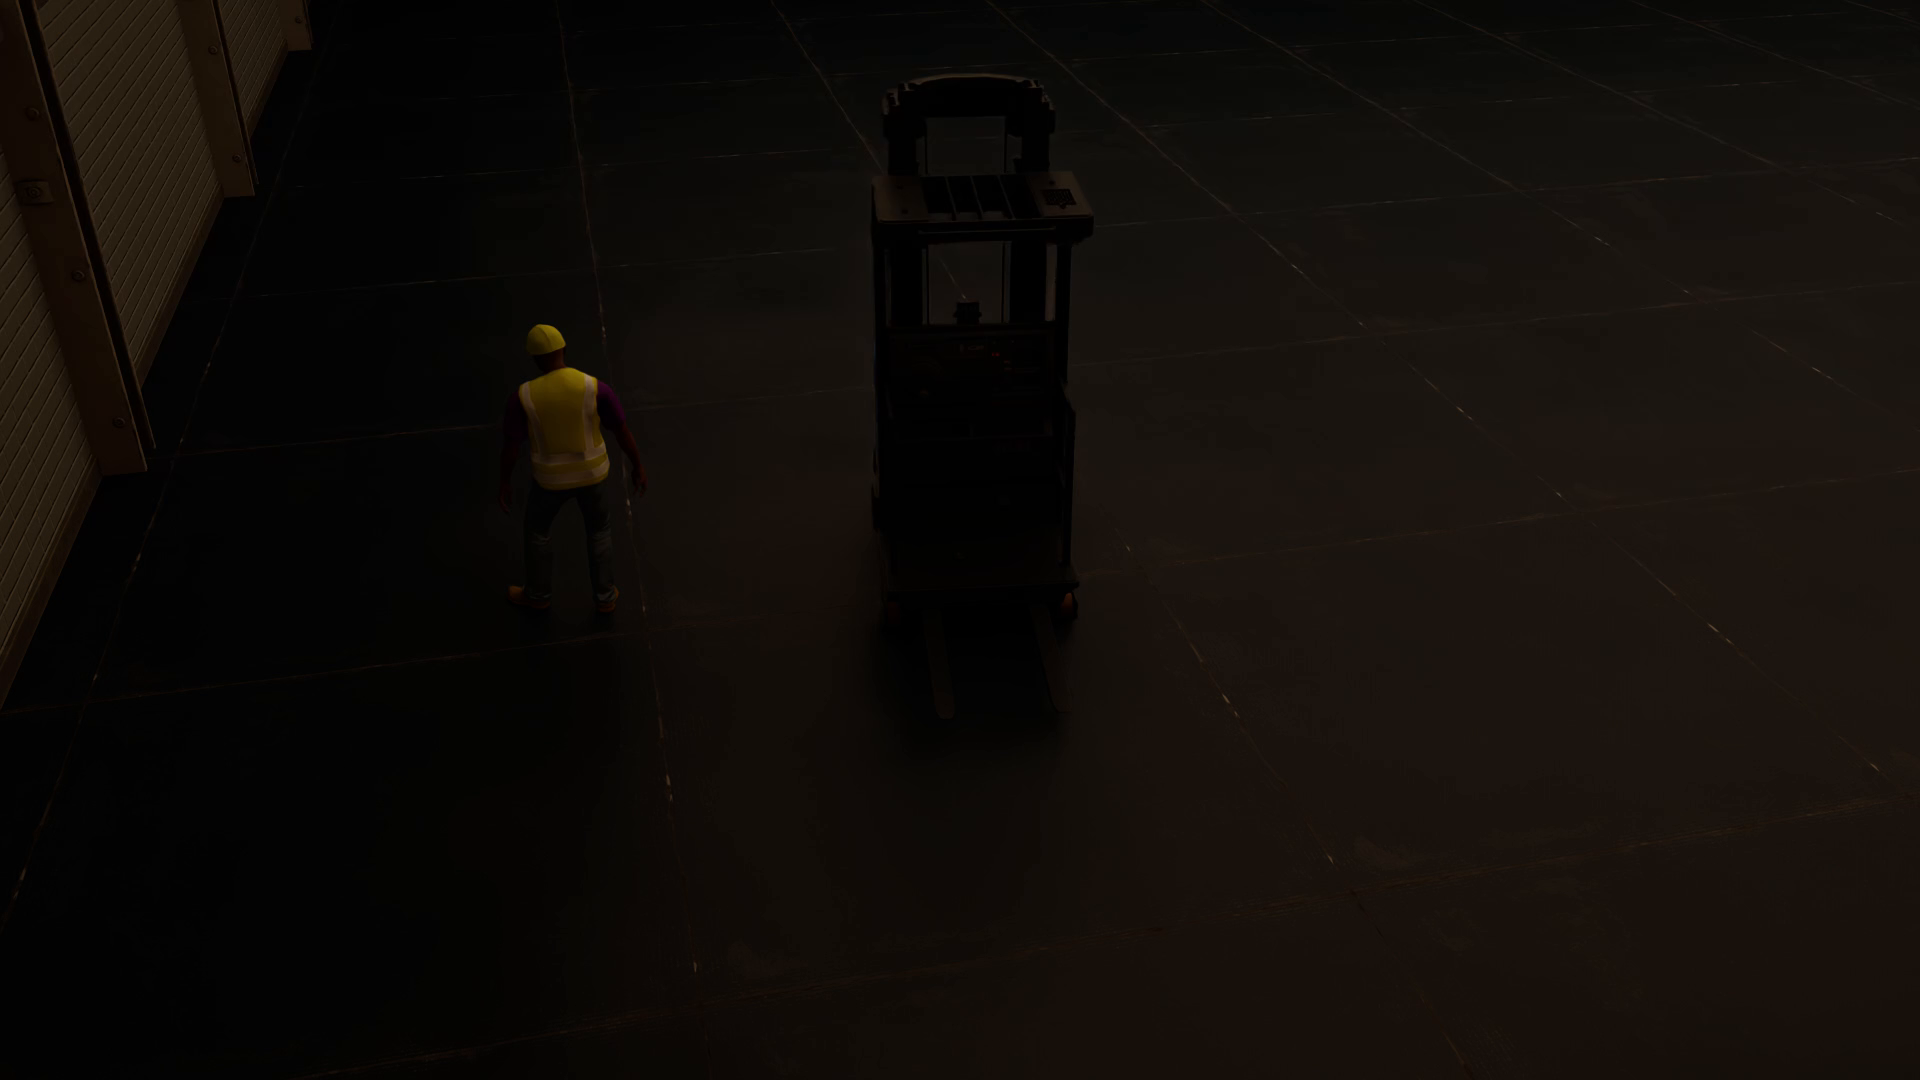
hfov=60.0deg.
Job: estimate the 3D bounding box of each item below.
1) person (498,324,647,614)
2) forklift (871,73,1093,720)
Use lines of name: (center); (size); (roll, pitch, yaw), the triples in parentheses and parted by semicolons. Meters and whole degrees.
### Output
person: (-2.240, -0.399, 9.465); (0.874, 1.731, 0.455); (-8, 31, -14)
forklift: (0.090, -0.932, 9.185); (1.130, 2.935, 3.031); (-3, 30, -5)
